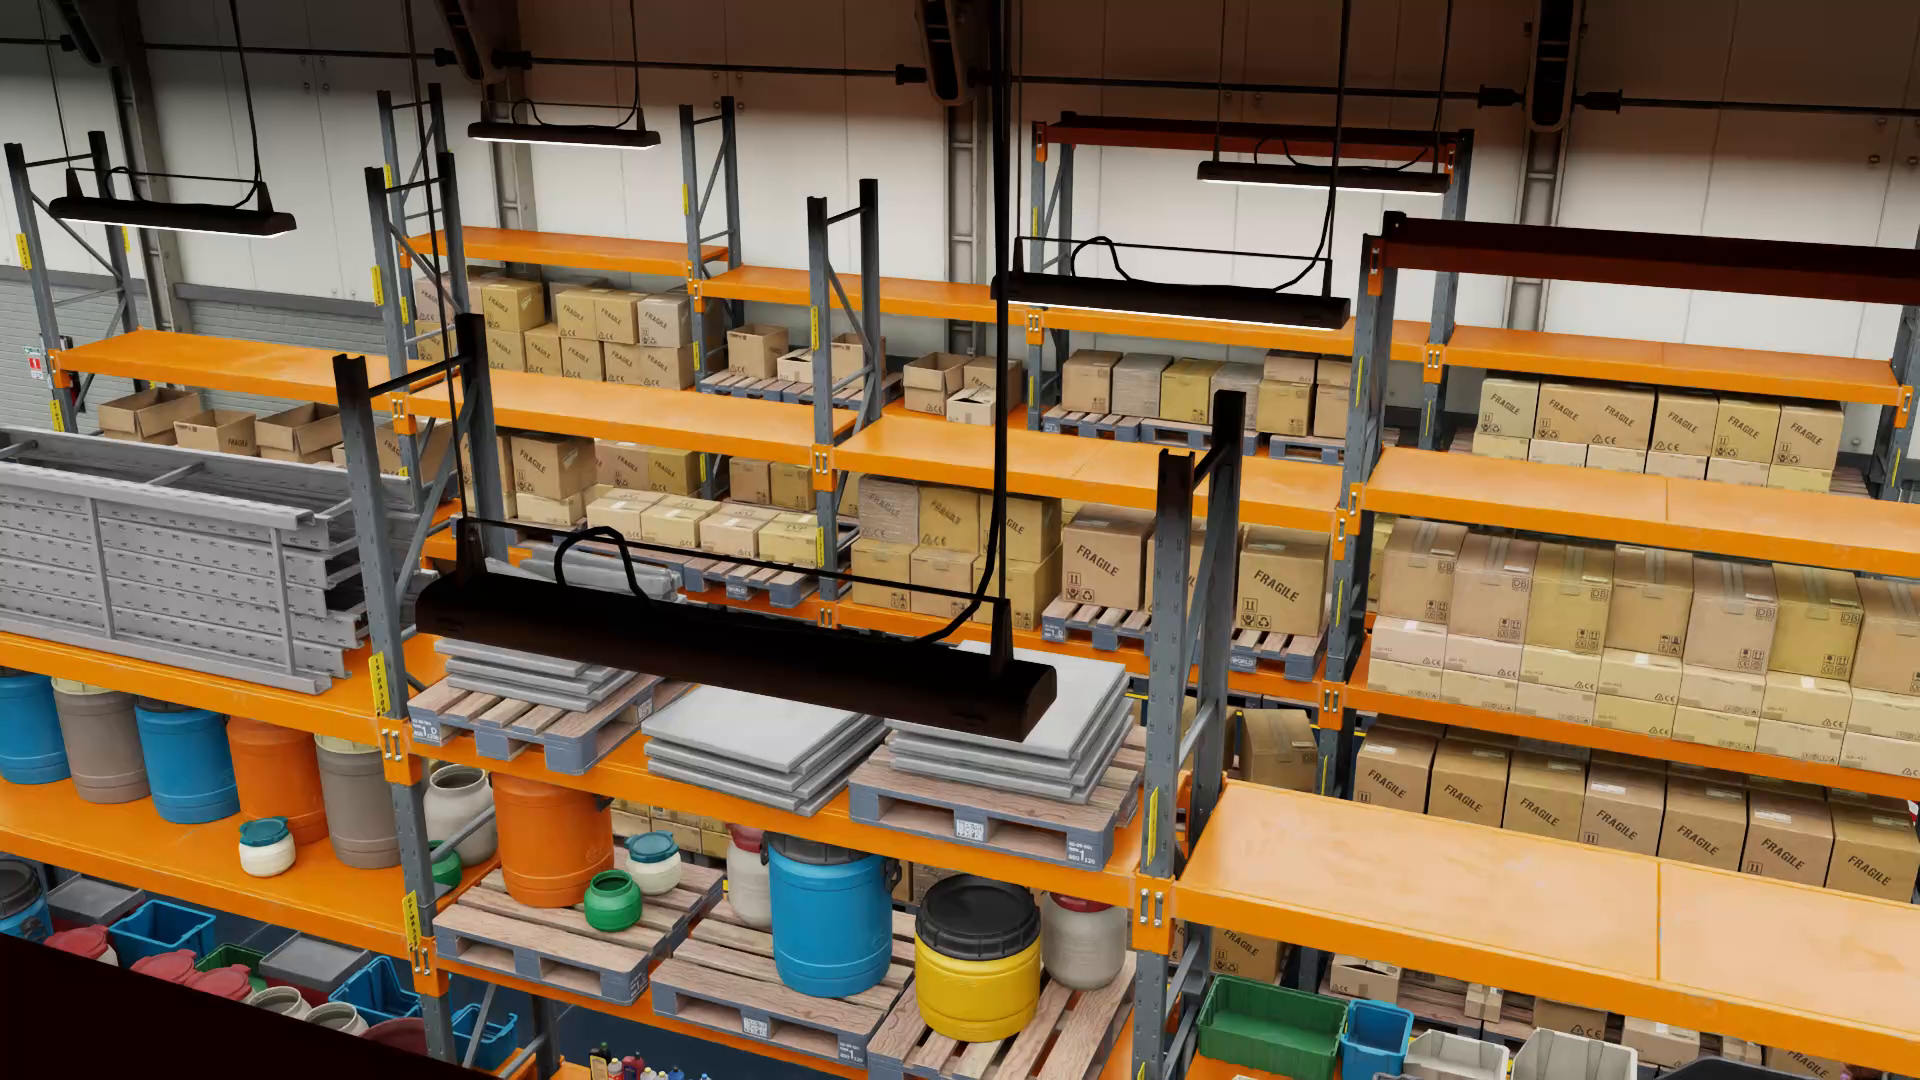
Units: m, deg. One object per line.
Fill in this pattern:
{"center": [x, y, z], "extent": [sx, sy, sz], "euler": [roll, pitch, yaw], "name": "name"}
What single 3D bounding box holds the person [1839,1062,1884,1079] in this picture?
{"center": [5.415, 3.772, 10.262], "extent": [0.972, 1.530, 0.419], "euler": [7, 22, 18], "name": "person"}
